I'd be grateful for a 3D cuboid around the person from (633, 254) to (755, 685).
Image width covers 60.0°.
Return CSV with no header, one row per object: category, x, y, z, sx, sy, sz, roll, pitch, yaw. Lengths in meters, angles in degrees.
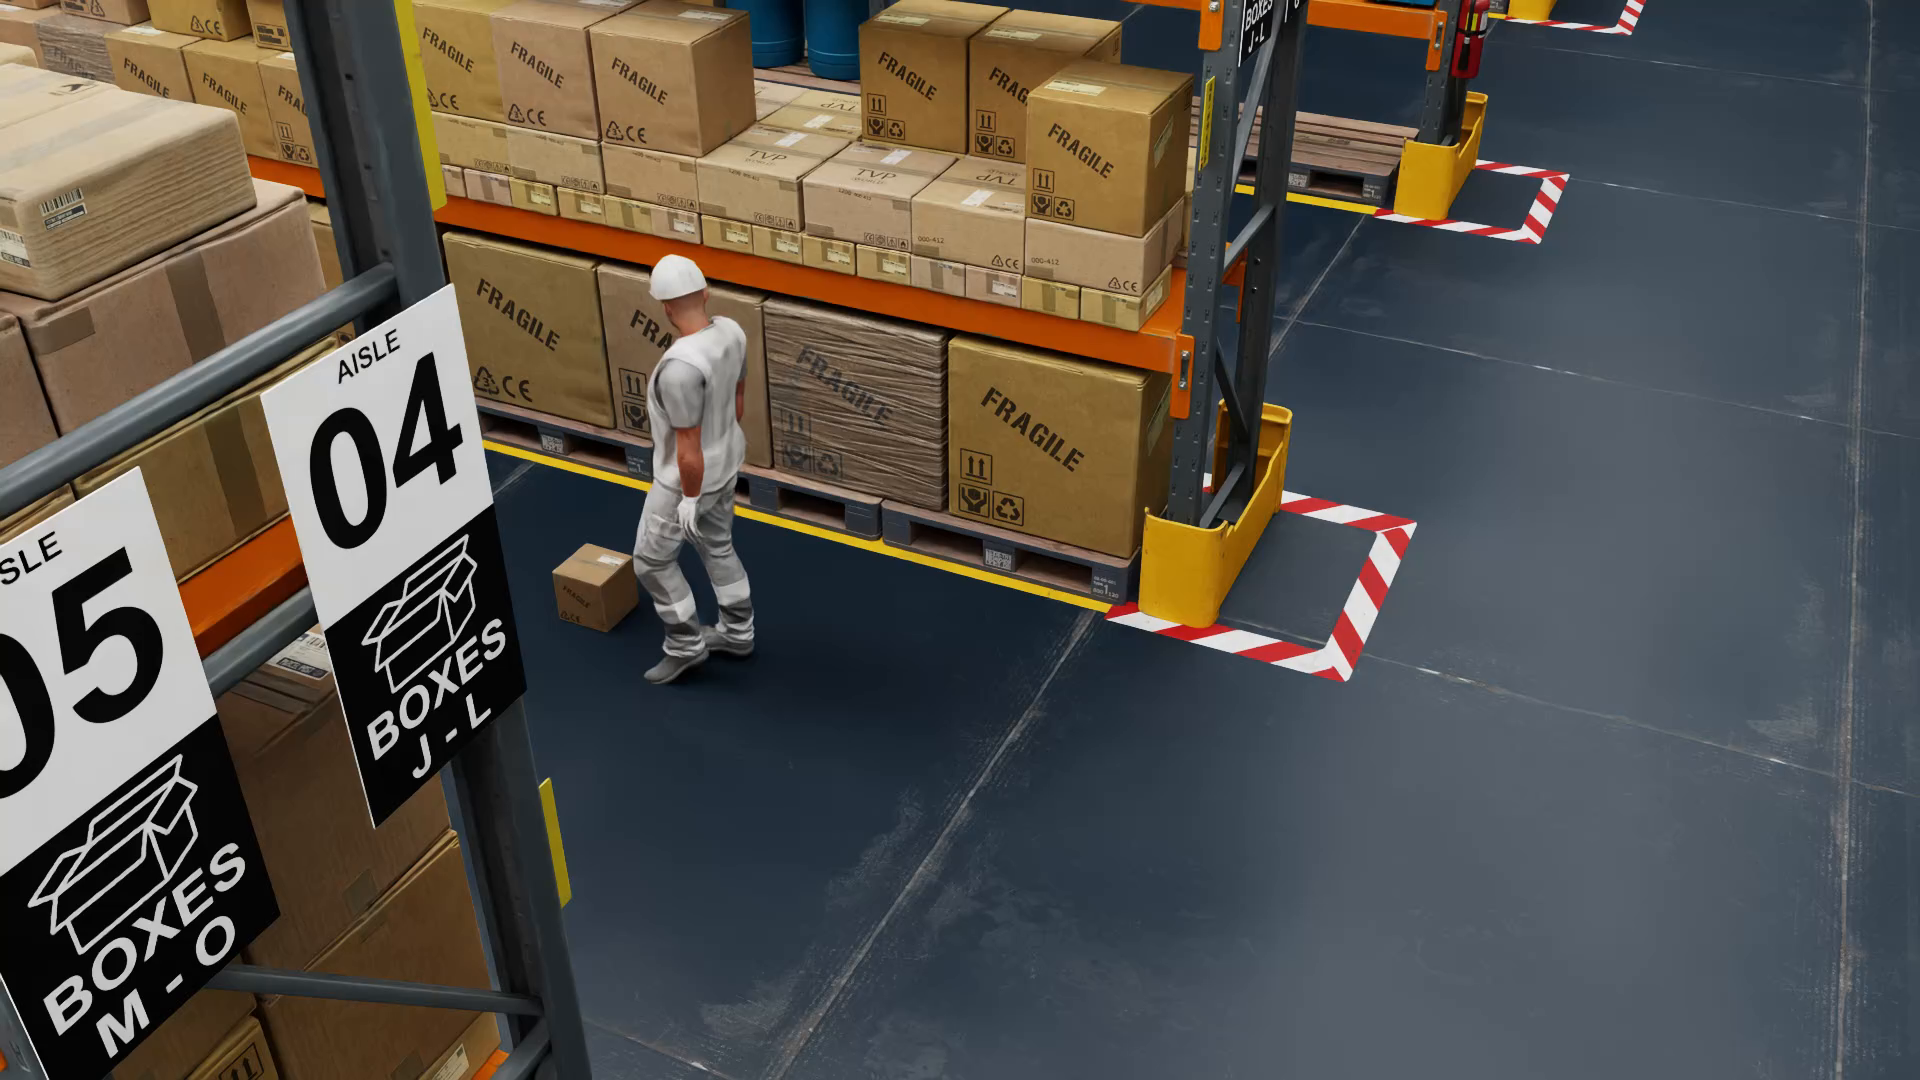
person,-1.050,-0.242,6.495,0.420,1.835,0.593,10,35,15
